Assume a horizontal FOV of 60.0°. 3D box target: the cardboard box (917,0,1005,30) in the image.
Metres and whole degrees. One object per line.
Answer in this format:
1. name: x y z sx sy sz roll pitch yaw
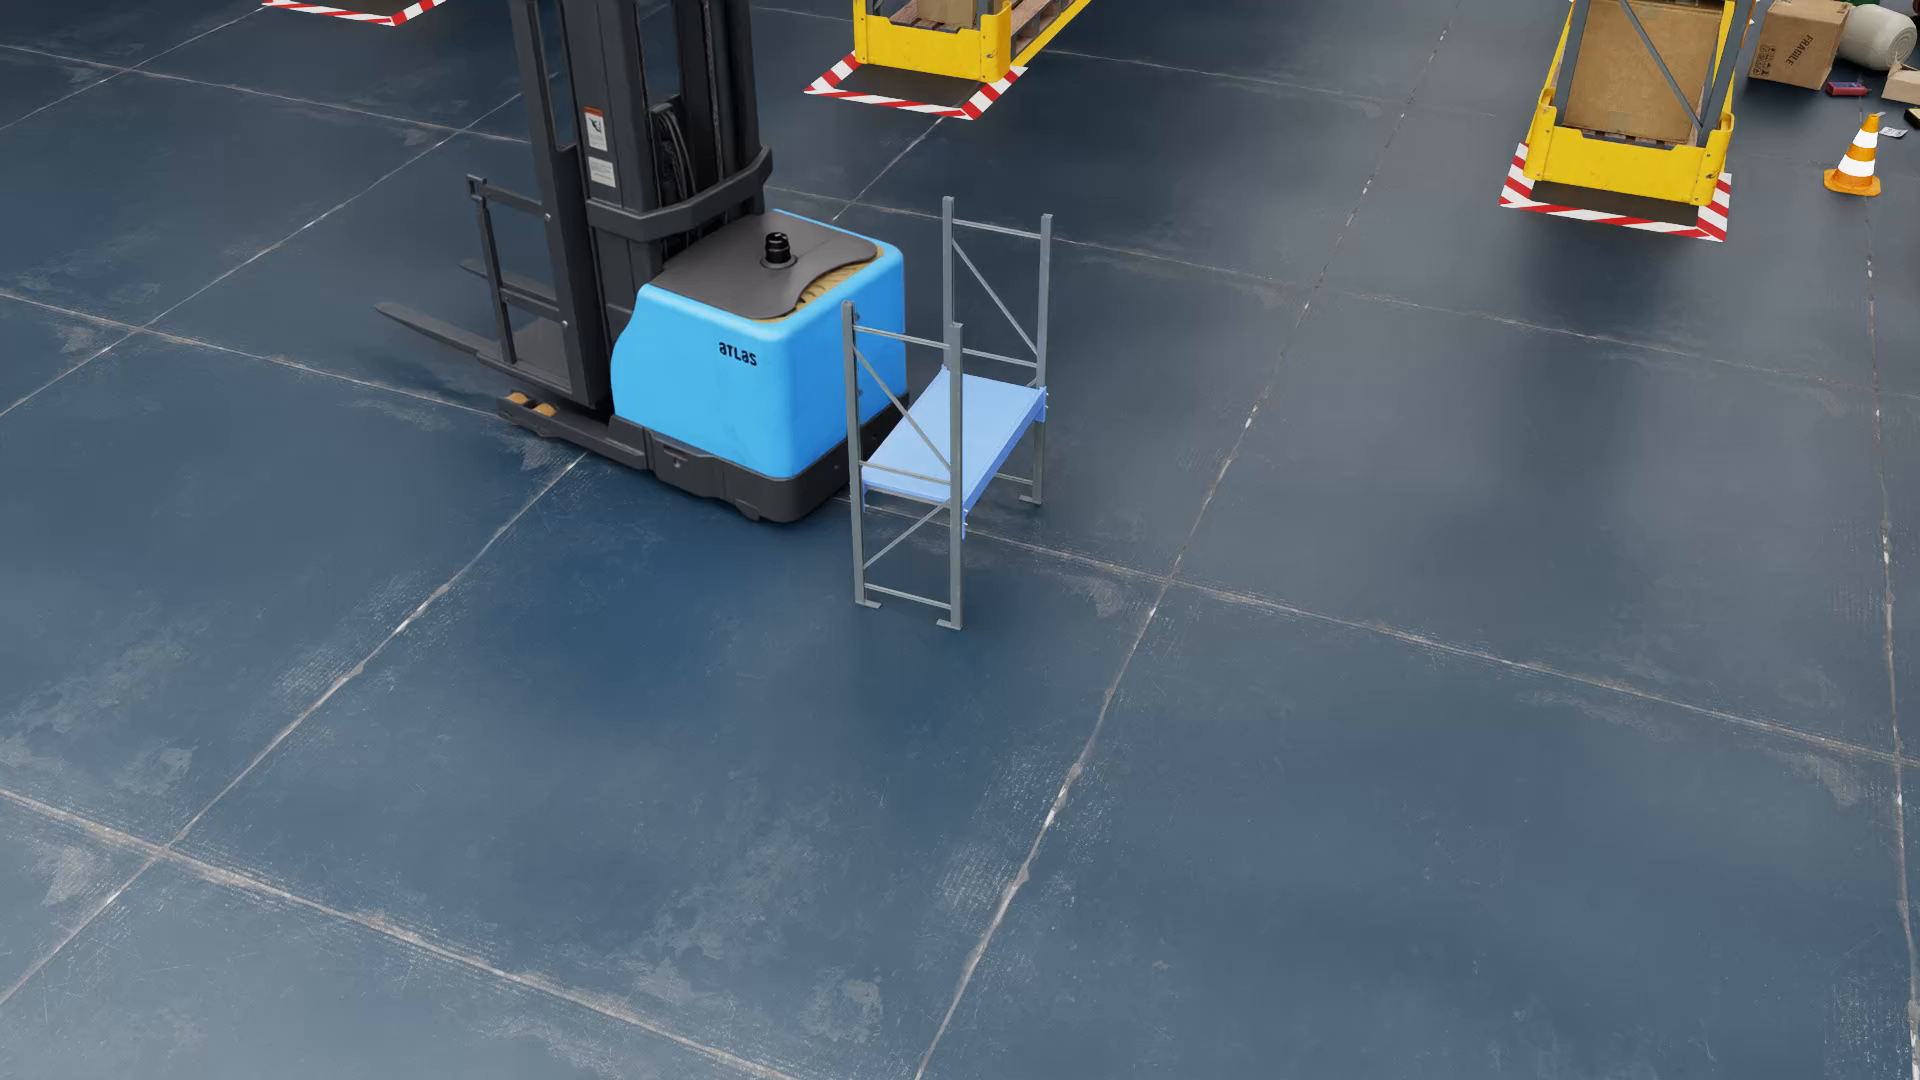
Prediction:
1. cardboard box: 0.014 -4.255 12.674 0.500 0.500 0.500 21 42 26

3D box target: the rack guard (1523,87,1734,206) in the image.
1. rack guard: 4.301 -2.545 10.738 1.175 0.500 0.348 14 39 18

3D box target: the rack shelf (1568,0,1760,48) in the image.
1. rack shelf: 5.071 -4.379 11.704 1.077 0.370 4.000 14 39 18

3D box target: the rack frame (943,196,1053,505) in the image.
1. rack frame: 0.161 -0.835 7.614 0.500 1.500 0.032 14 39 18

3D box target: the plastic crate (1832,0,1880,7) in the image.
1. plastic crate: 6.977 -4.277 13.267 0.662 0.188 0.450 -25 33 -29

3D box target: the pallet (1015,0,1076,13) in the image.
1. pallet: 0.598 -4.786 13.976 1.003 0.211 1.213 14 39 18

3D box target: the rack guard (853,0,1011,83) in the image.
1. rack guard: -0.210 -3.787 12.398 1.175 0.500 0.348 14 39 18

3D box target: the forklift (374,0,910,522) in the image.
1. forklift: -1.760 -1.937 7.893 3.031 2.935 1.130 22 42 26

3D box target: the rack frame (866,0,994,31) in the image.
1. rack frame: -0.239 -4.746 11.594 1.000 3.000 0.127 14 39 18

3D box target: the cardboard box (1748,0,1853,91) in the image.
1. cardboard box: 6.190 -3.681 12.255 0.500 0.500 0.500 21 42 25

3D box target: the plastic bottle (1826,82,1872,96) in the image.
1. plastic bottle: 6.463 -3.276 12.082 0.283 0.061 0.133 1 37 2

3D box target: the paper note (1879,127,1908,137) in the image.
1. paper note: 6.461 -2.828 11.510 0.144 0.017 0.142 29 45 33

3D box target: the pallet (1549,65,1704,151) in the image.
1. pallet: 4.542 -2.903 11.458 1.003 0.211 1.213 14 39 18

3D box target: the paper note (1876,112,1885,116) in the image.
1. paper note: 6.508 -3.013 11.772 0.123 0.001 0.032 -25 43 -29

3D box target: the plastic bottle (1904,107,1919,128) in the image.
1. plastic bottle: 6.729 -2.974 11.678 0.133 0.061 0.283 1 37 2

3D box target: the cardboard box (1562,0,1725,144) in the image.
1. cardboard box: 4.507 -3.268 11.040 0.875 0.875 0.875 14 39 18

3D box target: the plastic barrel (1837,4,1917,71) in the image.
1. plastic barrel: 6.819 -3.765 12.434 0.421 0.421 0.512 -17 40 -22

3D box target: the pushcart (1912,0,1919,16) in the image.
1. pushcart: 8.320 -4.144 12.979 1.648 0.377 0.936 1 37 2

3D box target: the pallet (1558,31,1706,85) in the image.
1. pallet: 5.007 -3.577 12.359 1.003 0.211 1.213 14 39 18

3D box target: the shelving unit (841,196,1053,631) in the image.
1. shelving unit: -0.032 -0.553 7.238 0.538 1.500 1.048 14 39 18

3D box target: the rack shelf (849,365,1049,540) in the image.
1. rack shelf: -0.032 -0.409 7.345 0.538 0.185 1.000 14 39 18

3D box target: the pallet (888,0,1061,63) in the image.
1. pallet: 0.132 -4.113 13.076 1.003 0.211 1.213 14 39 18

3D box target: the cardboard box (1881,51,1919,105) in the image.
1. cardboard box: 6.881 -3.308 11.954 0.396 0.266 0.258 21 42 25

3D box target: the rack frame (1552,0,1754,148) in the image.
1. rack frame: 4.310 -3.560 10.007 1.000 3.000 0.127 14 39 18

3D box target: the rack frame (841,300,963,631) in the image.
1. rack frame: -0.226 -0.272 6.861 0.500 1.500 0.032 14 39 18

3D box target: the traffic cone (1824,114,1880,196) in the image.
1. traffic cone: 5.825 -2.514 10.727 0.336 0.463 0.334 14 39 18
